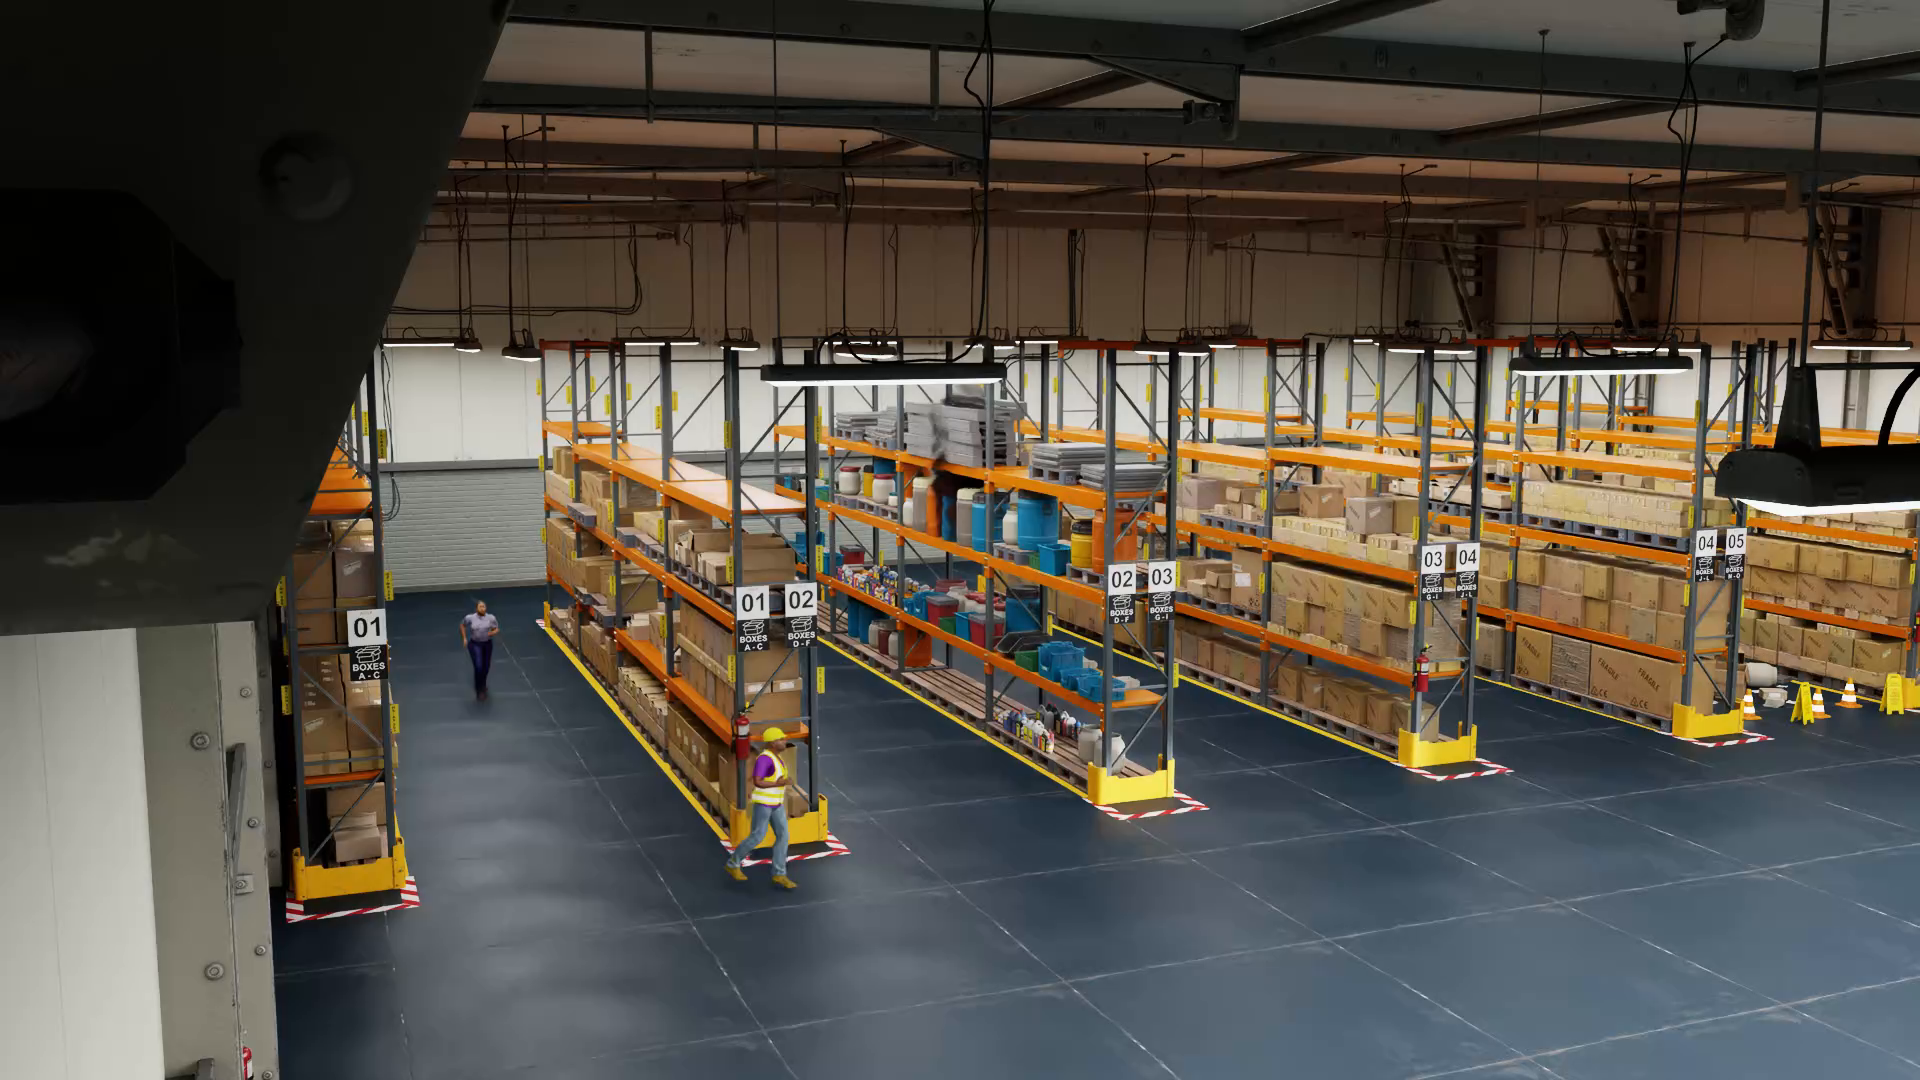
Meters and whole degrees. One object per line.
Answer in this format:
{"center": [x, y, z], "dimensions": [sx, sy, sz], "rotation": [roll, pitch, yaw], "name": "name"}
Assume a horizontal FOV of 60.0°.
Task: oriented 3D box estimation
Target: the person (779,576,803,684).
{"center": [-2.789, 1.503, 28.286], "dimensions": [0.635, 1.786, 0.781], "rotation": [-4, 9, -30], "name": "person"}

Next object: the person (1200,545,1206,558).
{"center": [6.053, 0.085, 41.684], "dimensions": [0.735, 1.718, 0.588], "rotation": [-4, 8, -26], "name": "person"}

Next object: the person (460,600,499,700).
{"center": [-8.130, 1.858, 28.251], "dimensions": [0.571, 1.707, 0.818], "rotation": [-5, 9, -31], "name": "person"}

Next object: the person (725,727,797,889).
{"center": [-2.179, 3.013, 18.925], "dimensions": [0.865, 1.767, 0.704], "rotation": [3, 8, 19], "name": "person"}
